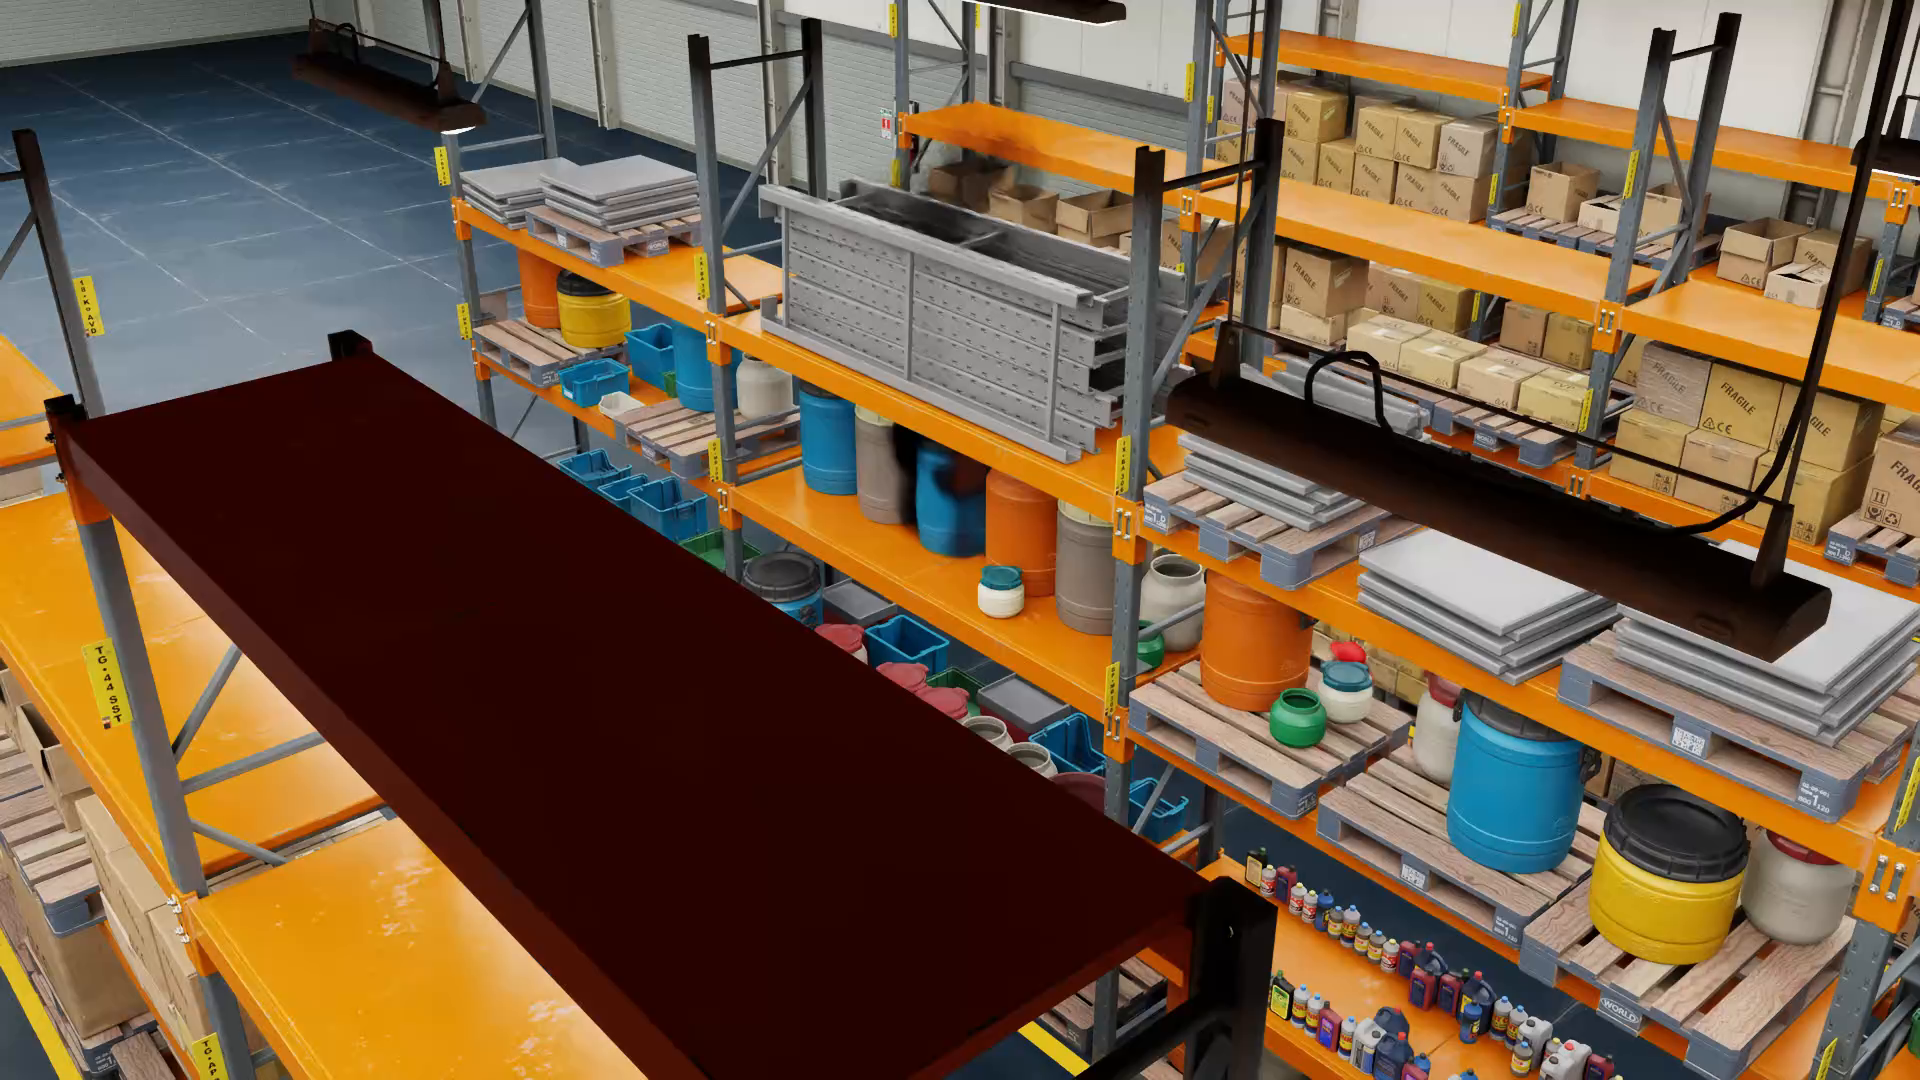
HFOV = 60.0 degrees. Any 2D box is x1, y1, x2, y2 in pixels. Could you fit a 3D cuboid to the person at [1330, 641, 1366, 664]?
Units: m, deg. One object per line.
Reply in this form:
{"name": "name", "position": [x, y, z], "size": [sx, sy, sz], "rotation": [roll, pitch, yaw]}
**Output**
{"name": "person", "position": [2.880, 1.550, 12.592], "size": [0.863, 1.771, 0.657], "rotation": [16, 31, 29]}
